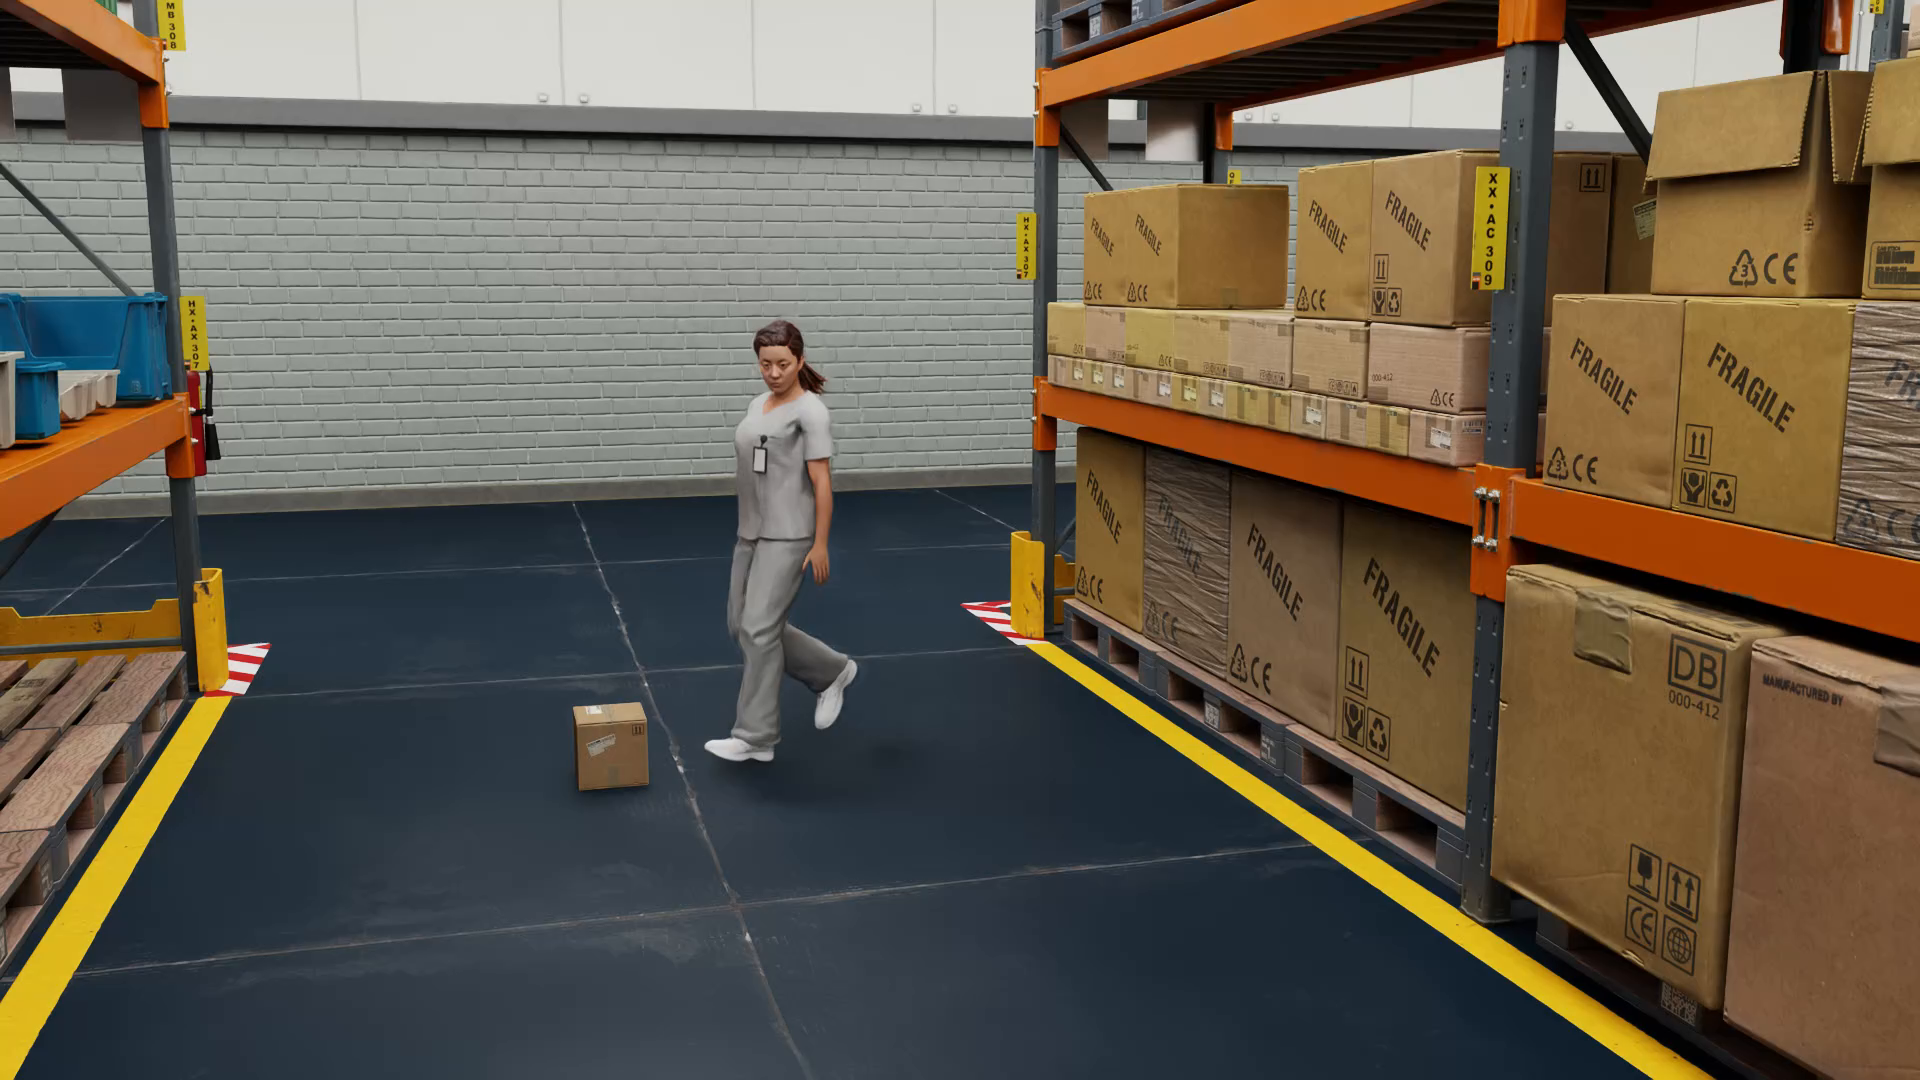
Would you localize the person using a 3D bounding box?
[{"bbox_3d":[-0.735,0.001,6.249,0.554,1.667,0.463,-7,11,-35],"label":"person"}]
